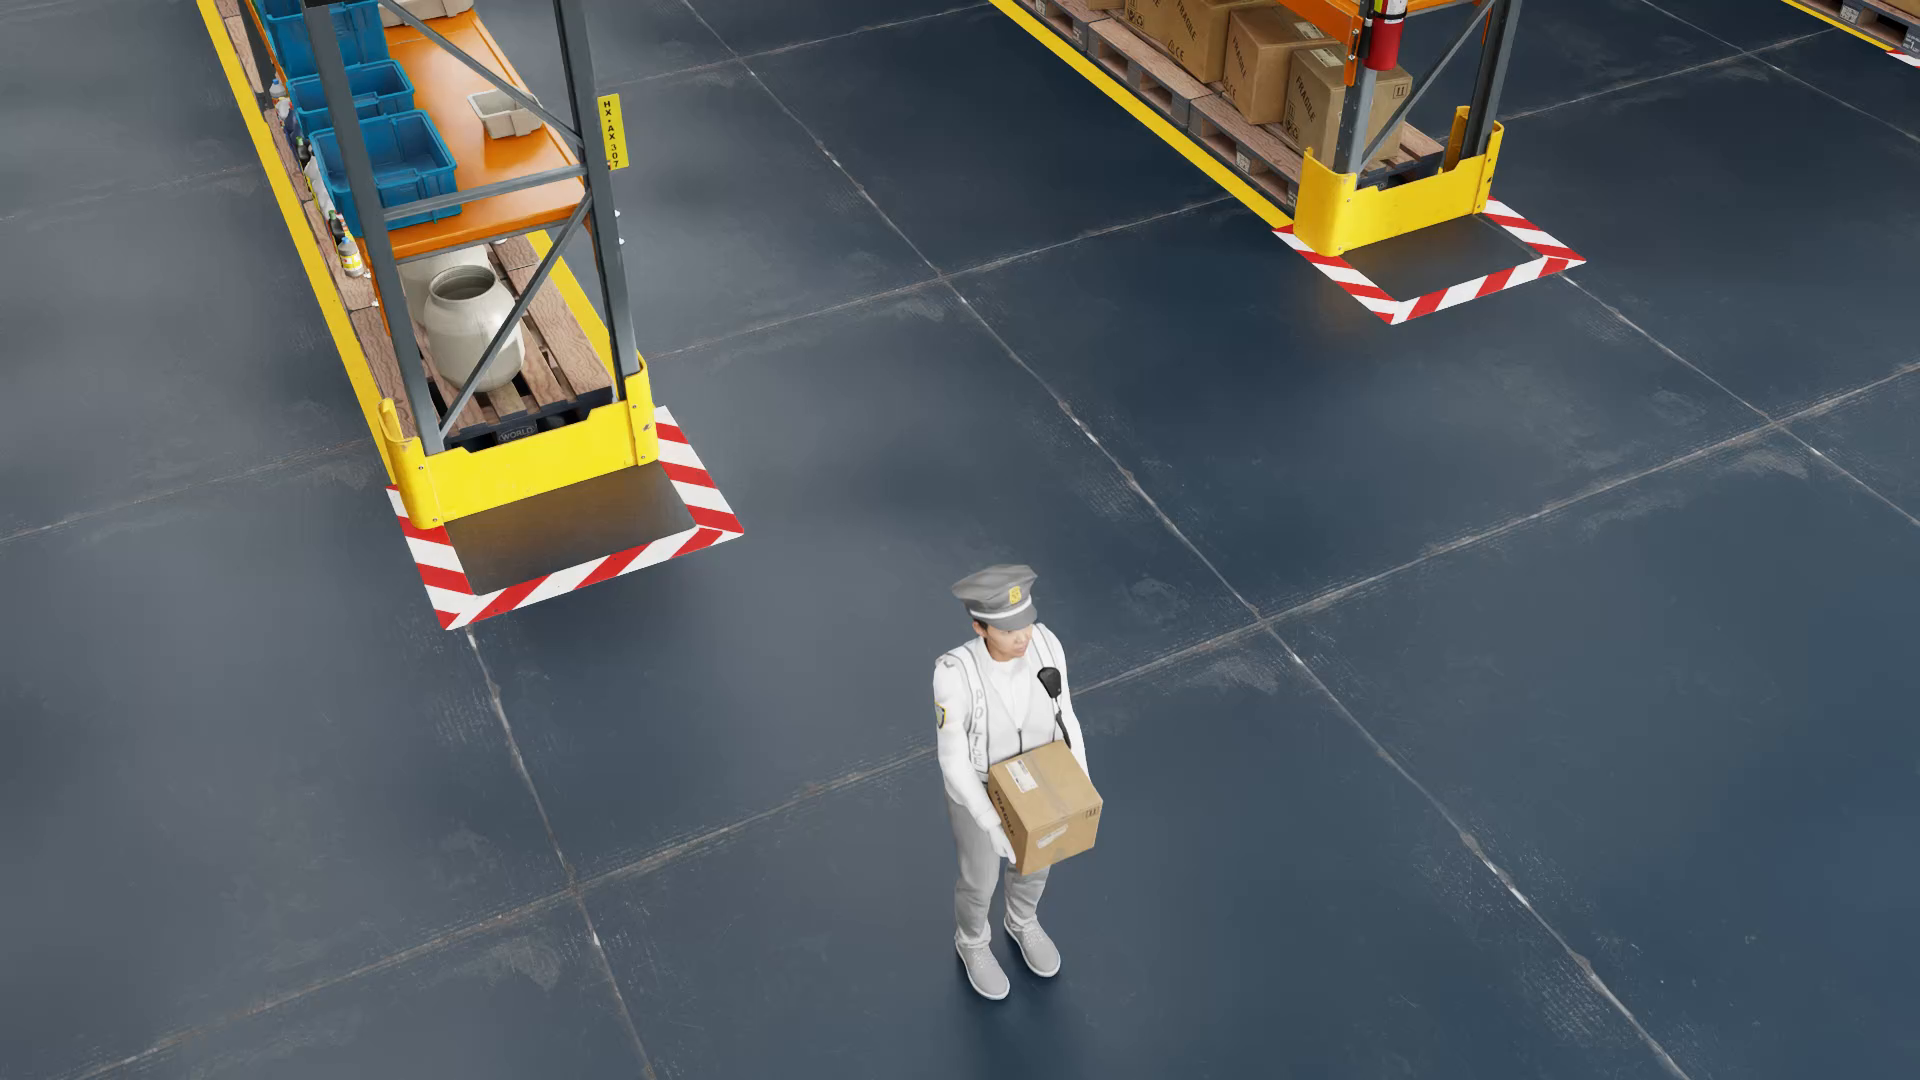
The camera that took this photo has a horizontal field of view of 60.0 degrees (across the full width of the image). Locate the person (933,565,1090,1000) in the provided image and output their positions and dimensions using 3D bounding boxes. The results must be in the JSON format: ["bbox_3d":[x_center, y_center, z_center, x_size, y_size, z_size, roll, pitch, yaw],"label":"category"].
[{"bbox_3d":[0.158,0.807,5.229,0.453,1.686,0.563,-18,45,-20],"label":"person"}]
